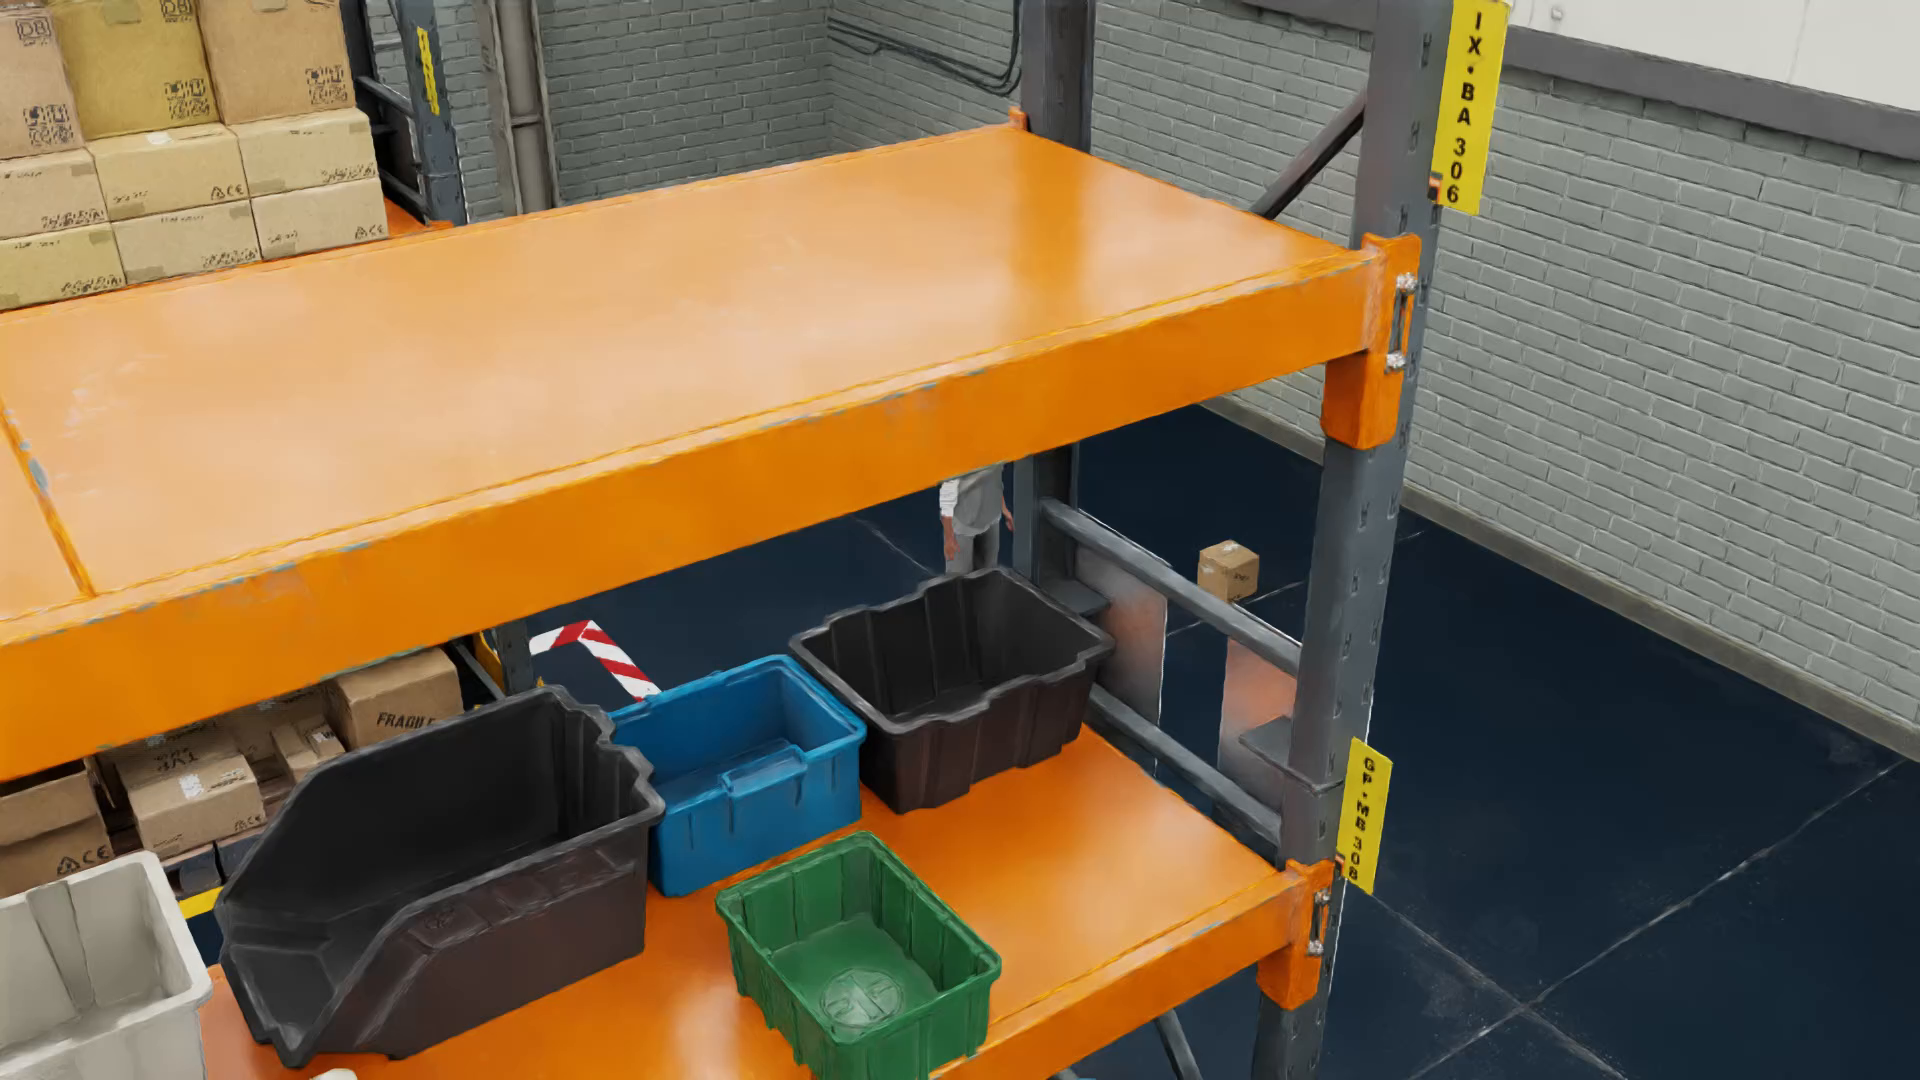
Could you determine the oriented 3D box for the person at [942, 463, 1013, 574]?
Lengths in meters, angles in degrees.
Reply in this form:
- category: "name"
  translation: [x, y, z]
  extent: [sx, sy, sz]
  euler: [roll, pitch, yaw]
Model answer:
- category: "person"
  translation: [0.082, -0.080, 8.768]
  extent: [0.349, 1.603, 0.460]
  euler: [17, 33, 28]
